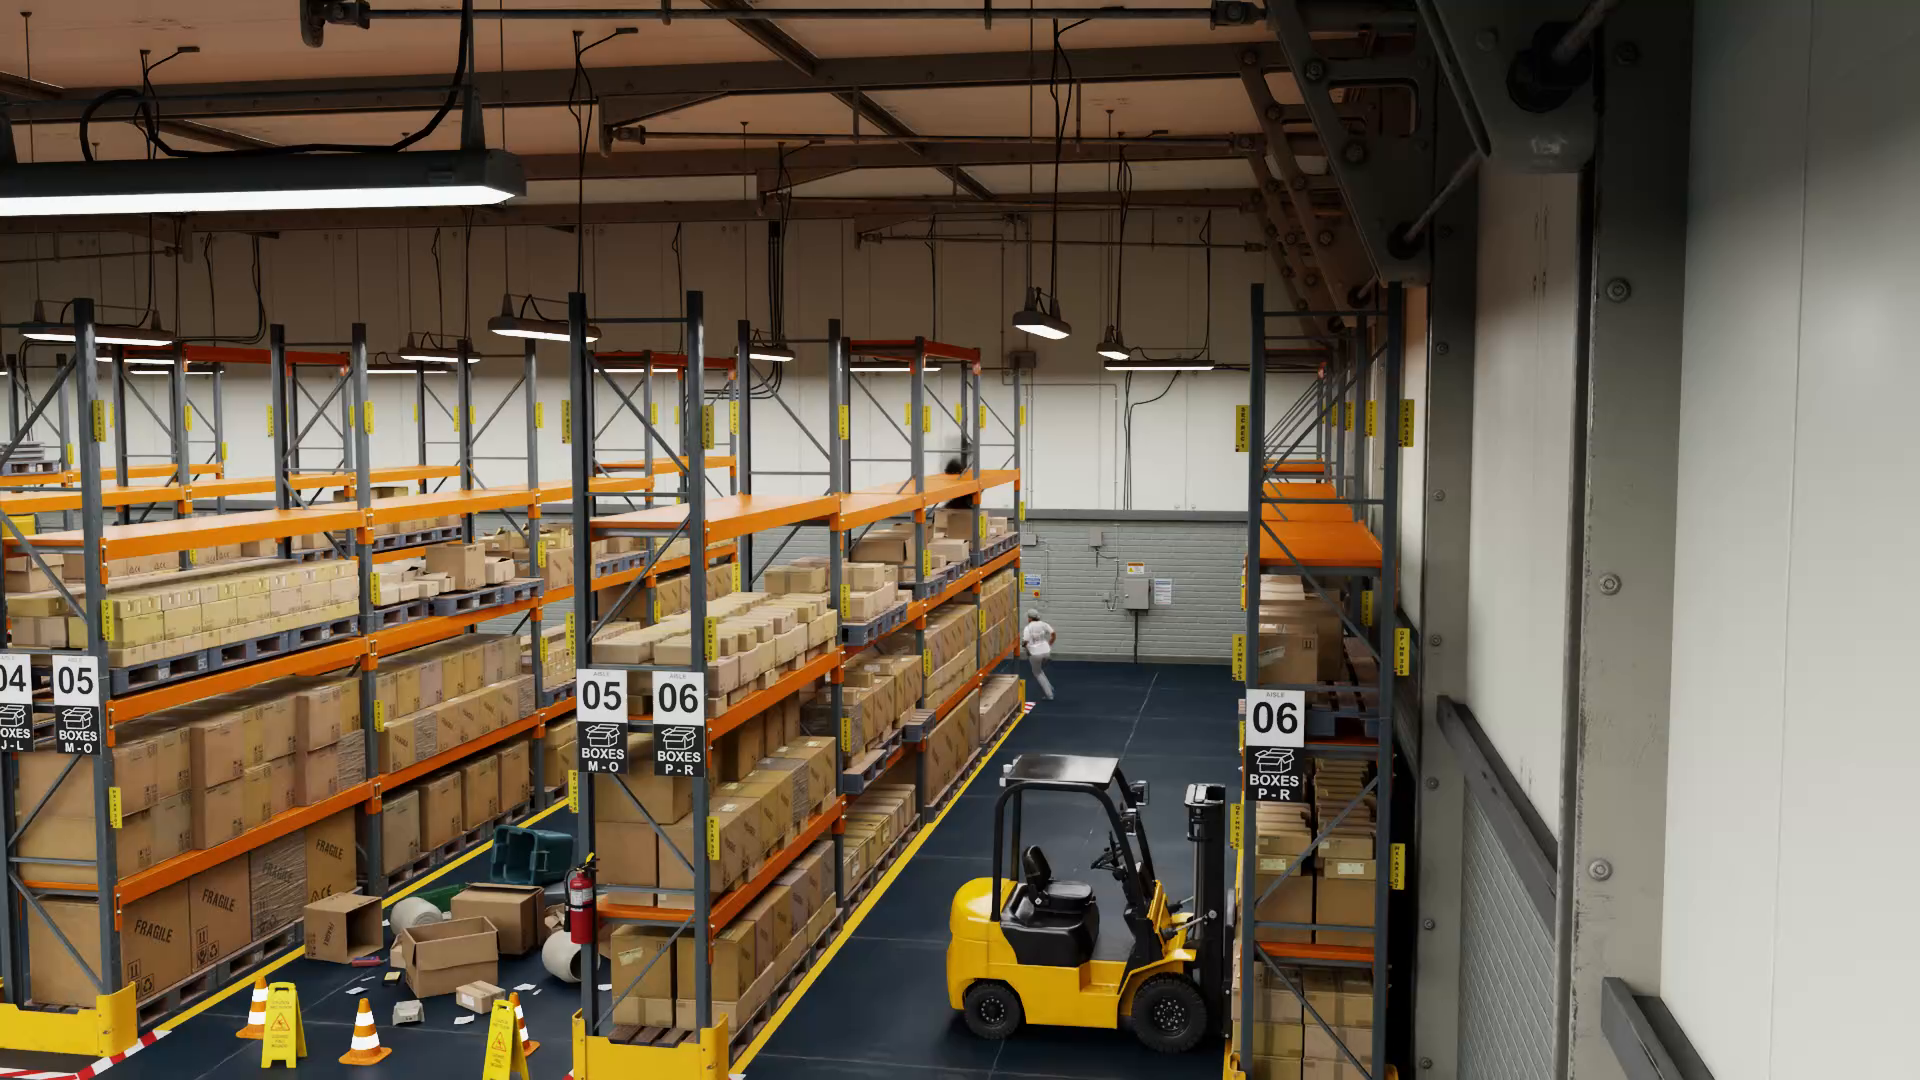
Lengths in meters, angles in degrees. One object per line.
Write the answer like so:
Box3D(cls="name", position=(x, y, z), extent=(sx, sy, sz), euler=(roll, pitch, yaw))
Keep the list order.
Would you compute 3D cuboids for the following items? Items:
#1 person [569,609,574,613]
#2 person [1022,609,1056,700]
Box3D(cls="person", position=(-6.397, 2.051, 27.736), extent=(0.656, 1.808, 0.720), euler=(1, 5, 14))
Box3D(cls="person", position=(1.346, 2.016, 29.181), extent=(0.662, 1.648, 0.571), euler=(-4, 6, -42))
